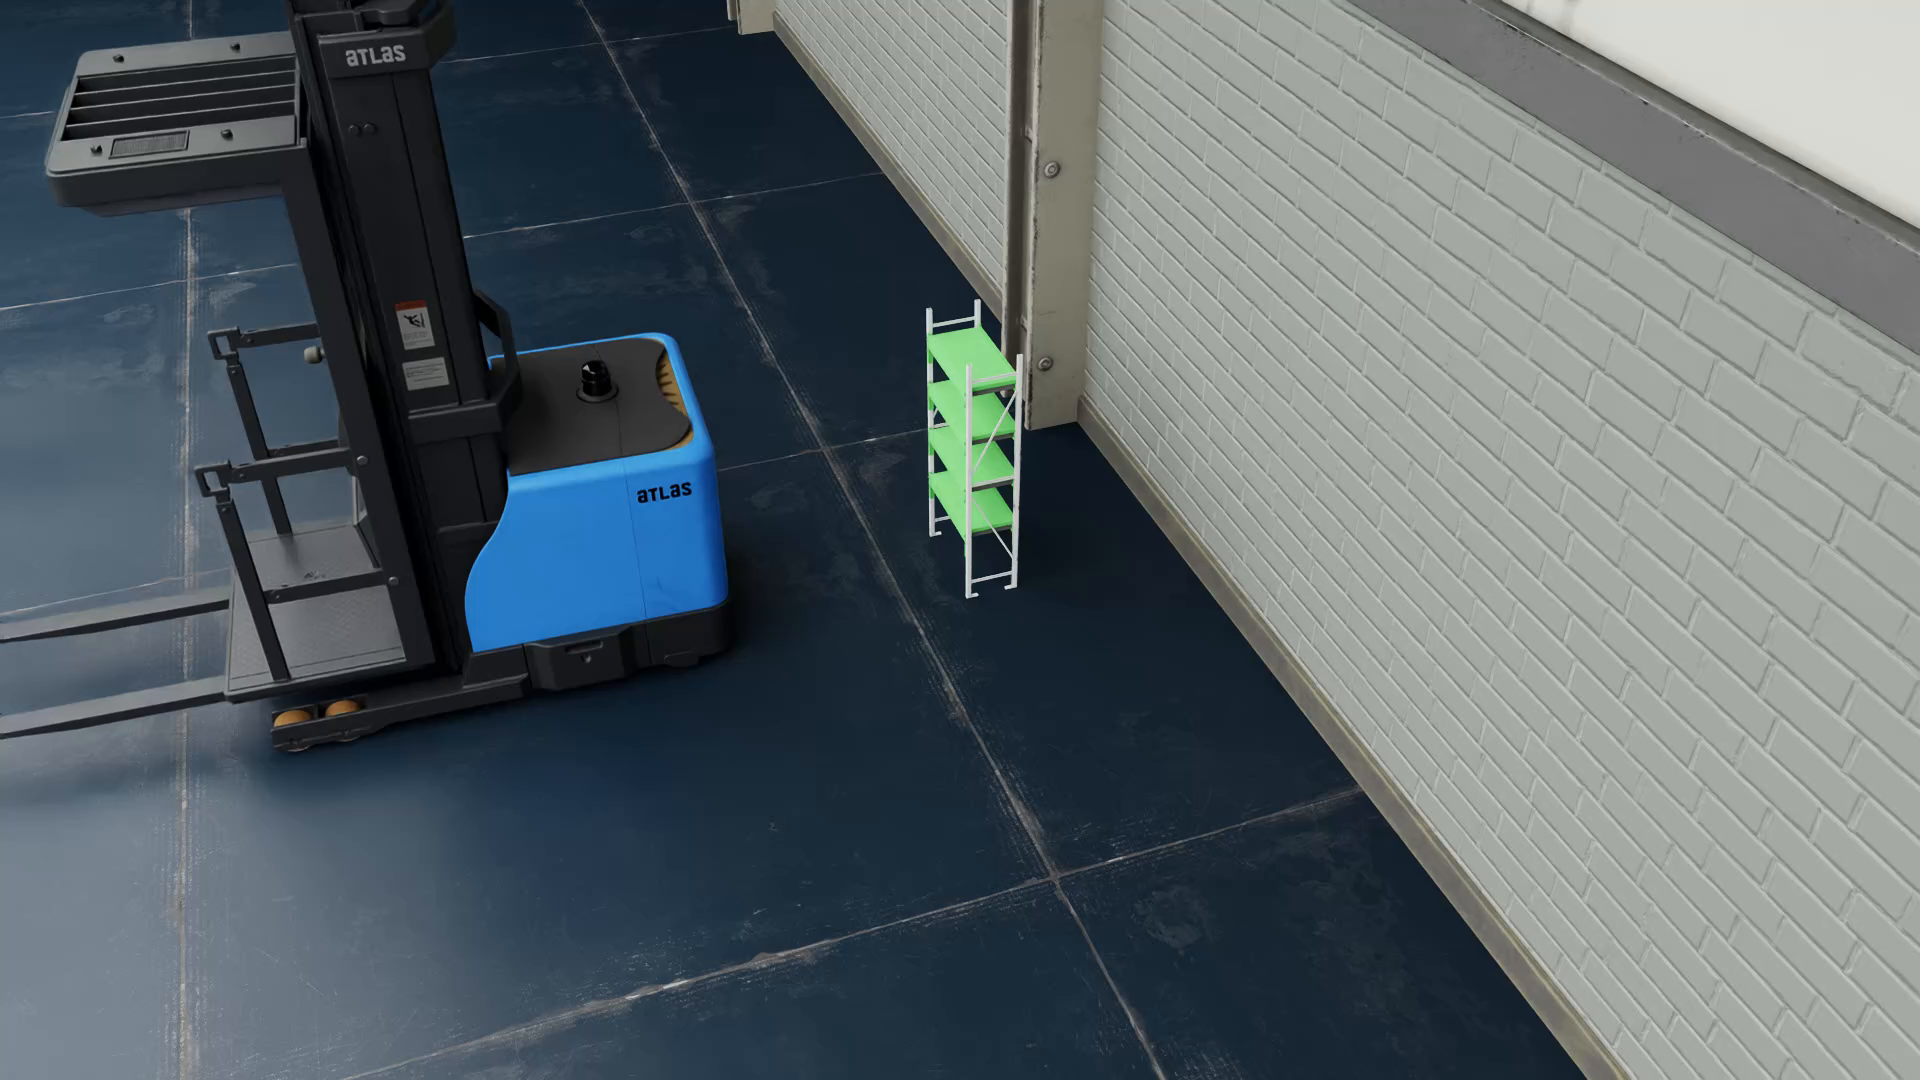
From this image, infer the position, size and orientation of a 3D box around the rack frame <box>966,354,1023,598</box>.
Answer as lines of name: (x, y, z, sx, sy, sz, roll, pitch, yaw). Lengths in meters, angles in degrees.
rack frame: (0.141, -0.248, 7.082, 0.240, 1.200, 0.015, -12, 39, -16)

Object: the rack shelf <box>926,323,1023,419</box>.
rack shelf: (0.057, -0.718, 7.015, 0.258, 0.148, 0.480, -12, 39, -16)

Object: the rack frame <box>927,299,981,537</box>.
rack frame: (-0.027, -0.524, 7.448, 0.240, 1.200, 0.015, -12, 39, -16)

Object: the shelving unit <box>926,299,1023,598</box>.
shelving unit: (0.057, -0.386, 7.265, 0.258, 1.200, 0.503, -12, 39, -16)

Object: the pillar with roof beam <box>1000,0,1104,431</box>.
pillar with roof beam: (-3.618, -3.404, 4.789, 9.100, 9.000, 0.400, -12, 39, -16)

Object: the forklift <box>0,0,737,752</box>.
forklift: (-2.526, -0.684, 6.223, 3.031, 2.935, 1.130, -11, 38, -14)

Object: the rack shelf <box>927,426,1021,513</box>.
rack shelf: (0.057, -0.335, 7.303, 0.258, 0.148, 0.480, -12, 39, -16)

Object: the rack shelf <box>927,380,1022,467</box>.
rack shelf: (0.057, -0.526, 7.159, 0.258, 0.148, 0.480, -12, 39, -16)

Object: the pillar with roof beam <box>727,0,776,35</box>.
pillar with roof beam: (-5.683, -6.793, 9.289, 9.100, 9.000, 0.400, -12, 39, -16)

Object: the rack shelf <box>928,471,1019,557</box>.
rack shelf: (0.057, -0.143, 7.448, 0.258, 0.148, 0.480, -12, 39, -16)
